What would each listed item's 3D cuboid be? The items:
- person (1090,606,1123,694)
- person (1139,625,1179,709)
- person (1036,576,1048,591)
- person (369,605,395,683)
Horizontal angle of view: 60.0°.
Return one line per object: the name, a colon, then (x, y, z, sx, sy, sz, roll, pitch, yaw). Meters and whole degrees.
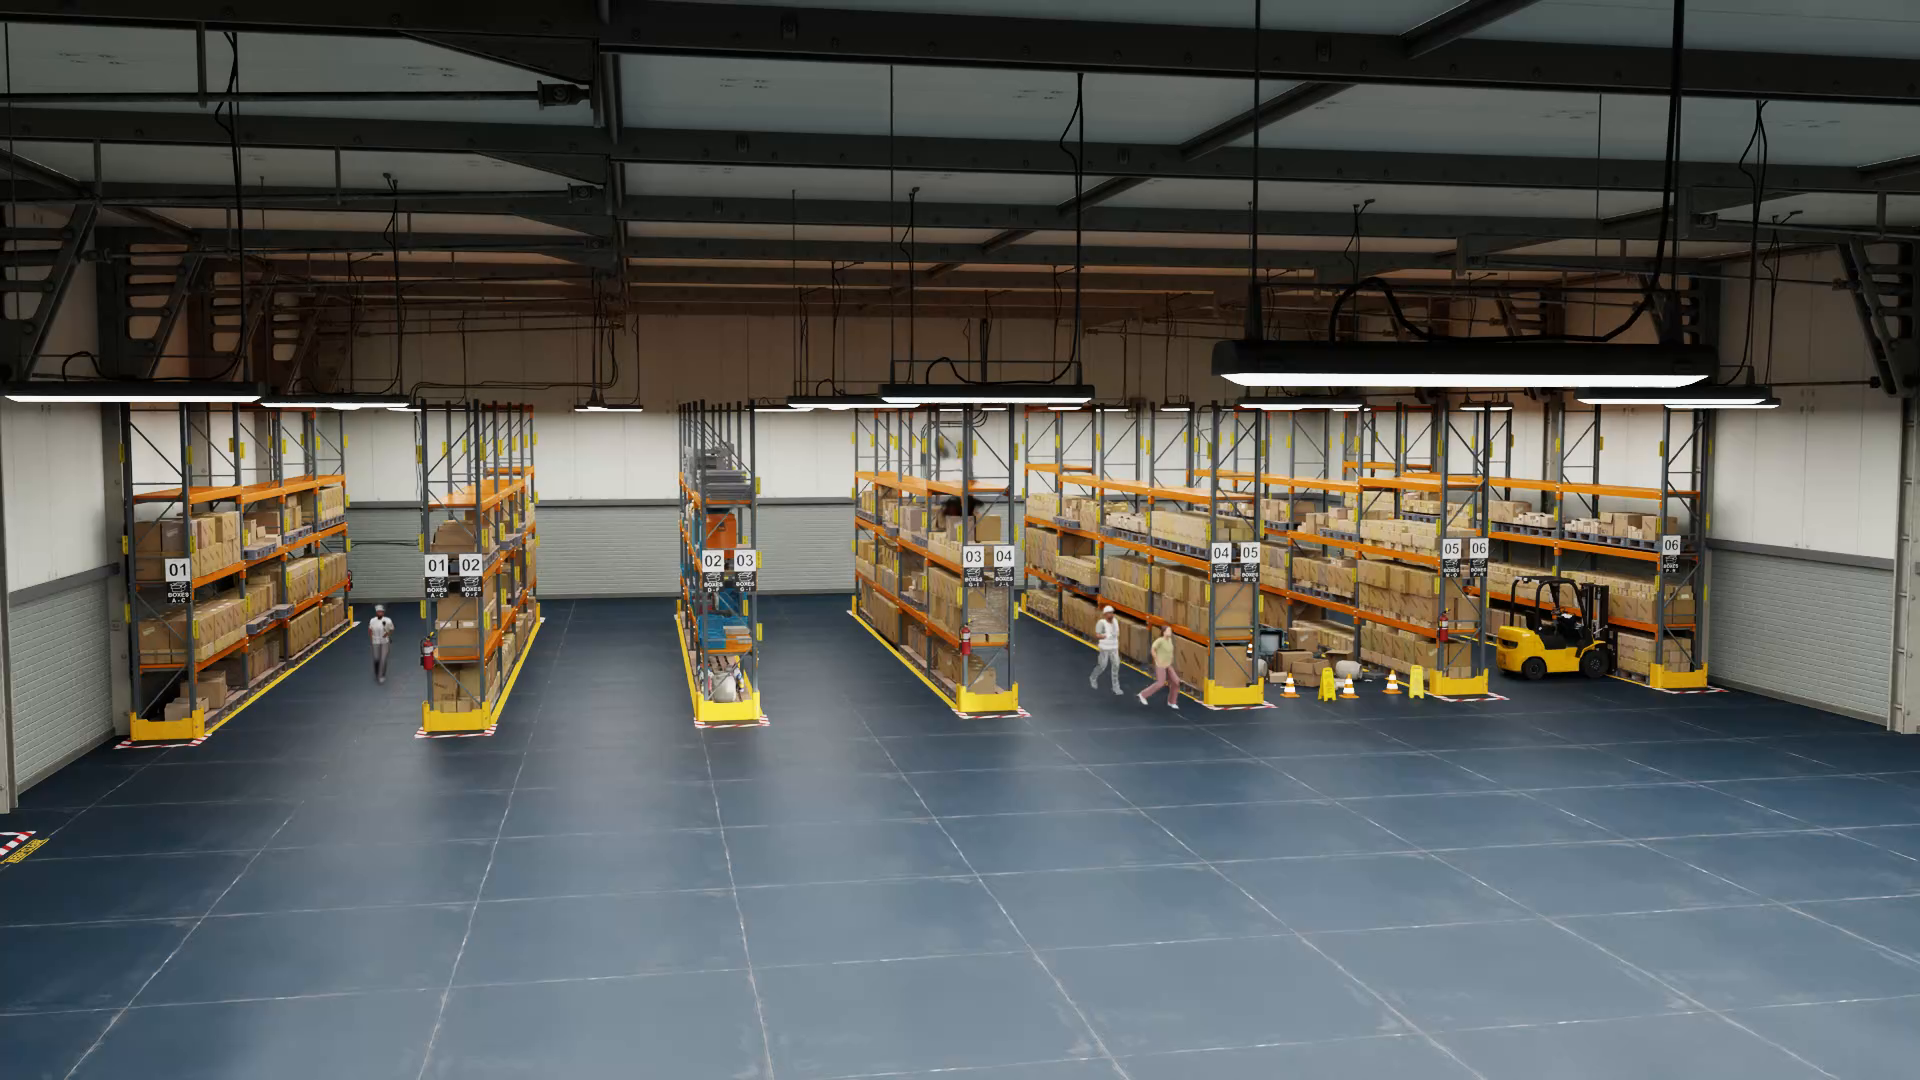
person: (3.016, 2.231, 34.095, 0.697, 1.777, 0.956, -3, 5, -33)
person: (3.935, 2.483, 32.466, 0.677, 1.667, 0.792, 3, 6, 39)
person: (2.541, 1.112, 49.755, 0.645, 1.743, 0.706, -1, 4, -9)
person: (-12.322, 2.215, 35.398, 0.555, 1.679, 0.624, -1, 4, -12)
